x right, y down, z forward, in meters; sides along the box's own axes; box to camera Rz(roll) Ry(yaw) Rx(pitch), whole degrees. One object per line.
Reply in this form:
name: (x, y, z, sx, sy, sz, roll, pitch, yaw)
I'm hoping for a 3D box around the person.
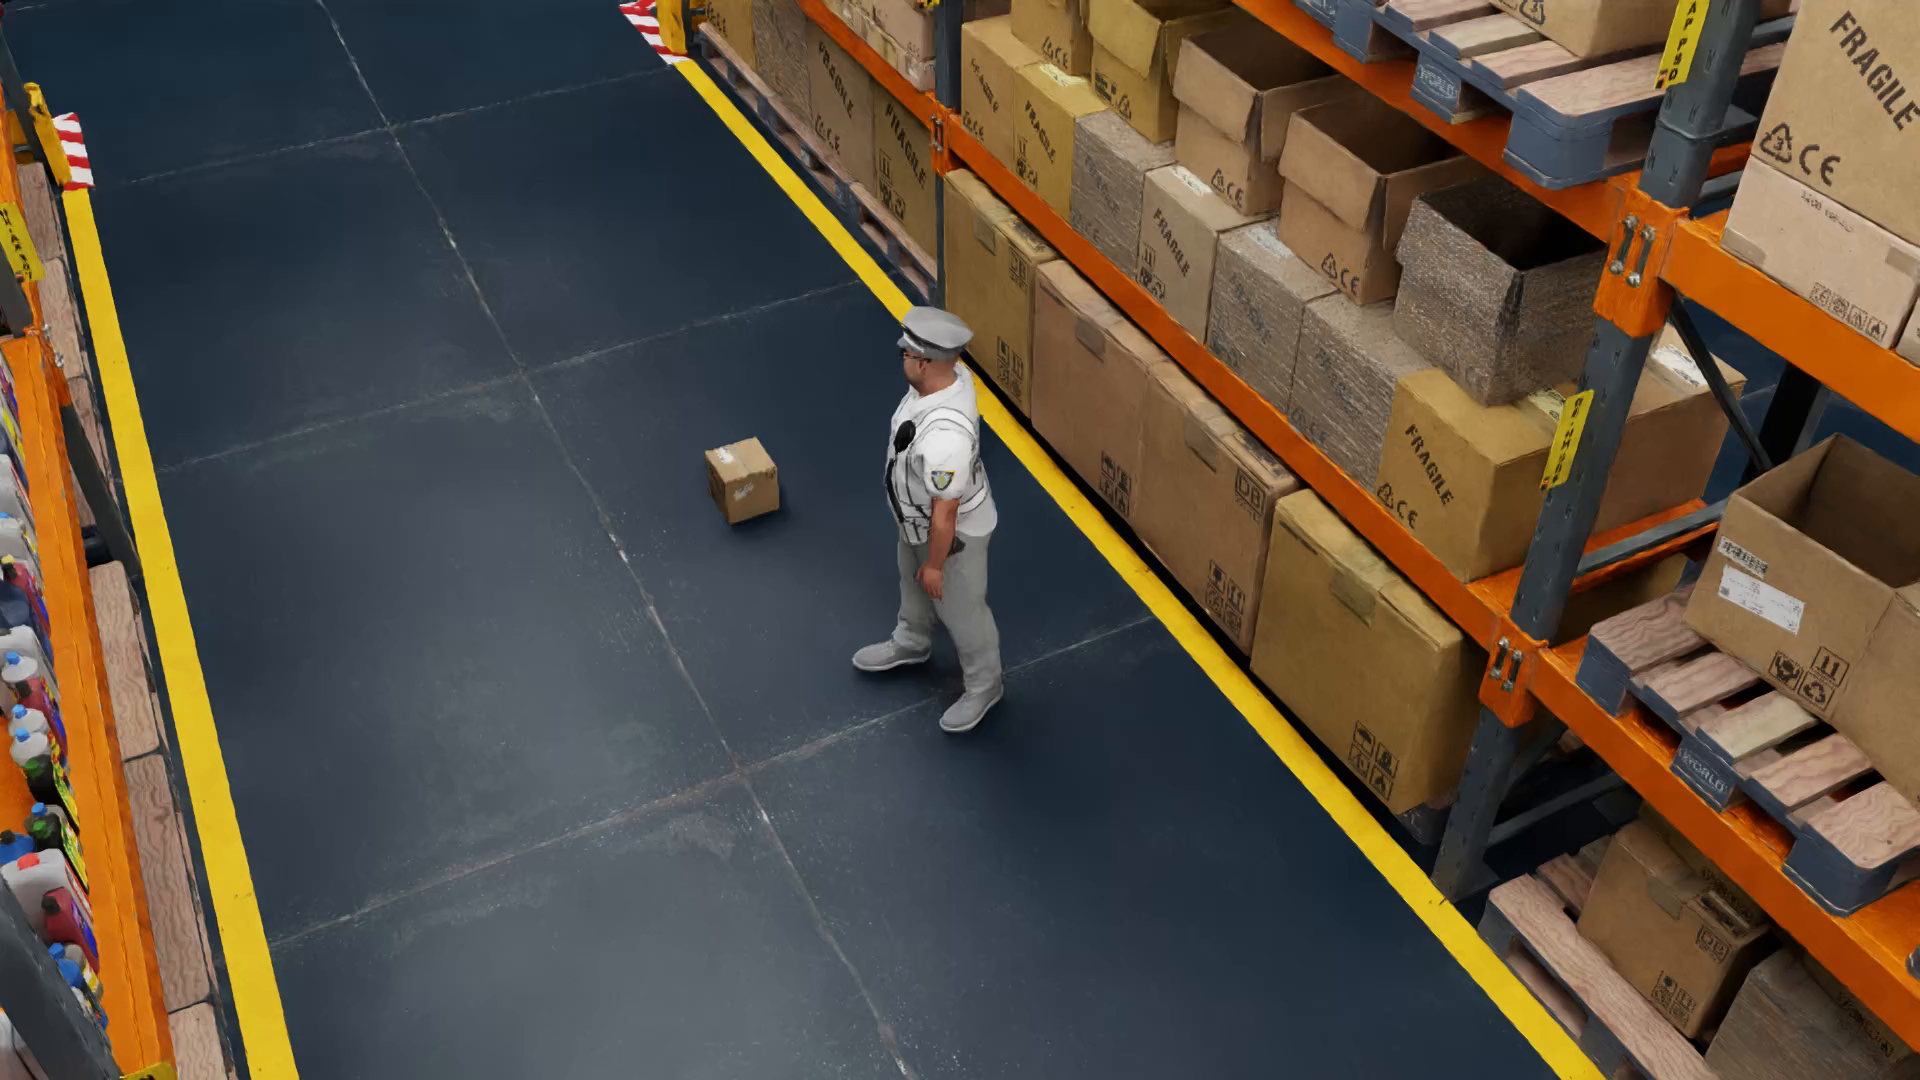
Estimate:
person: (-0.136, -0.095, 6.225, 0.587, 1.753, 0.653, -5, 41, -6)
